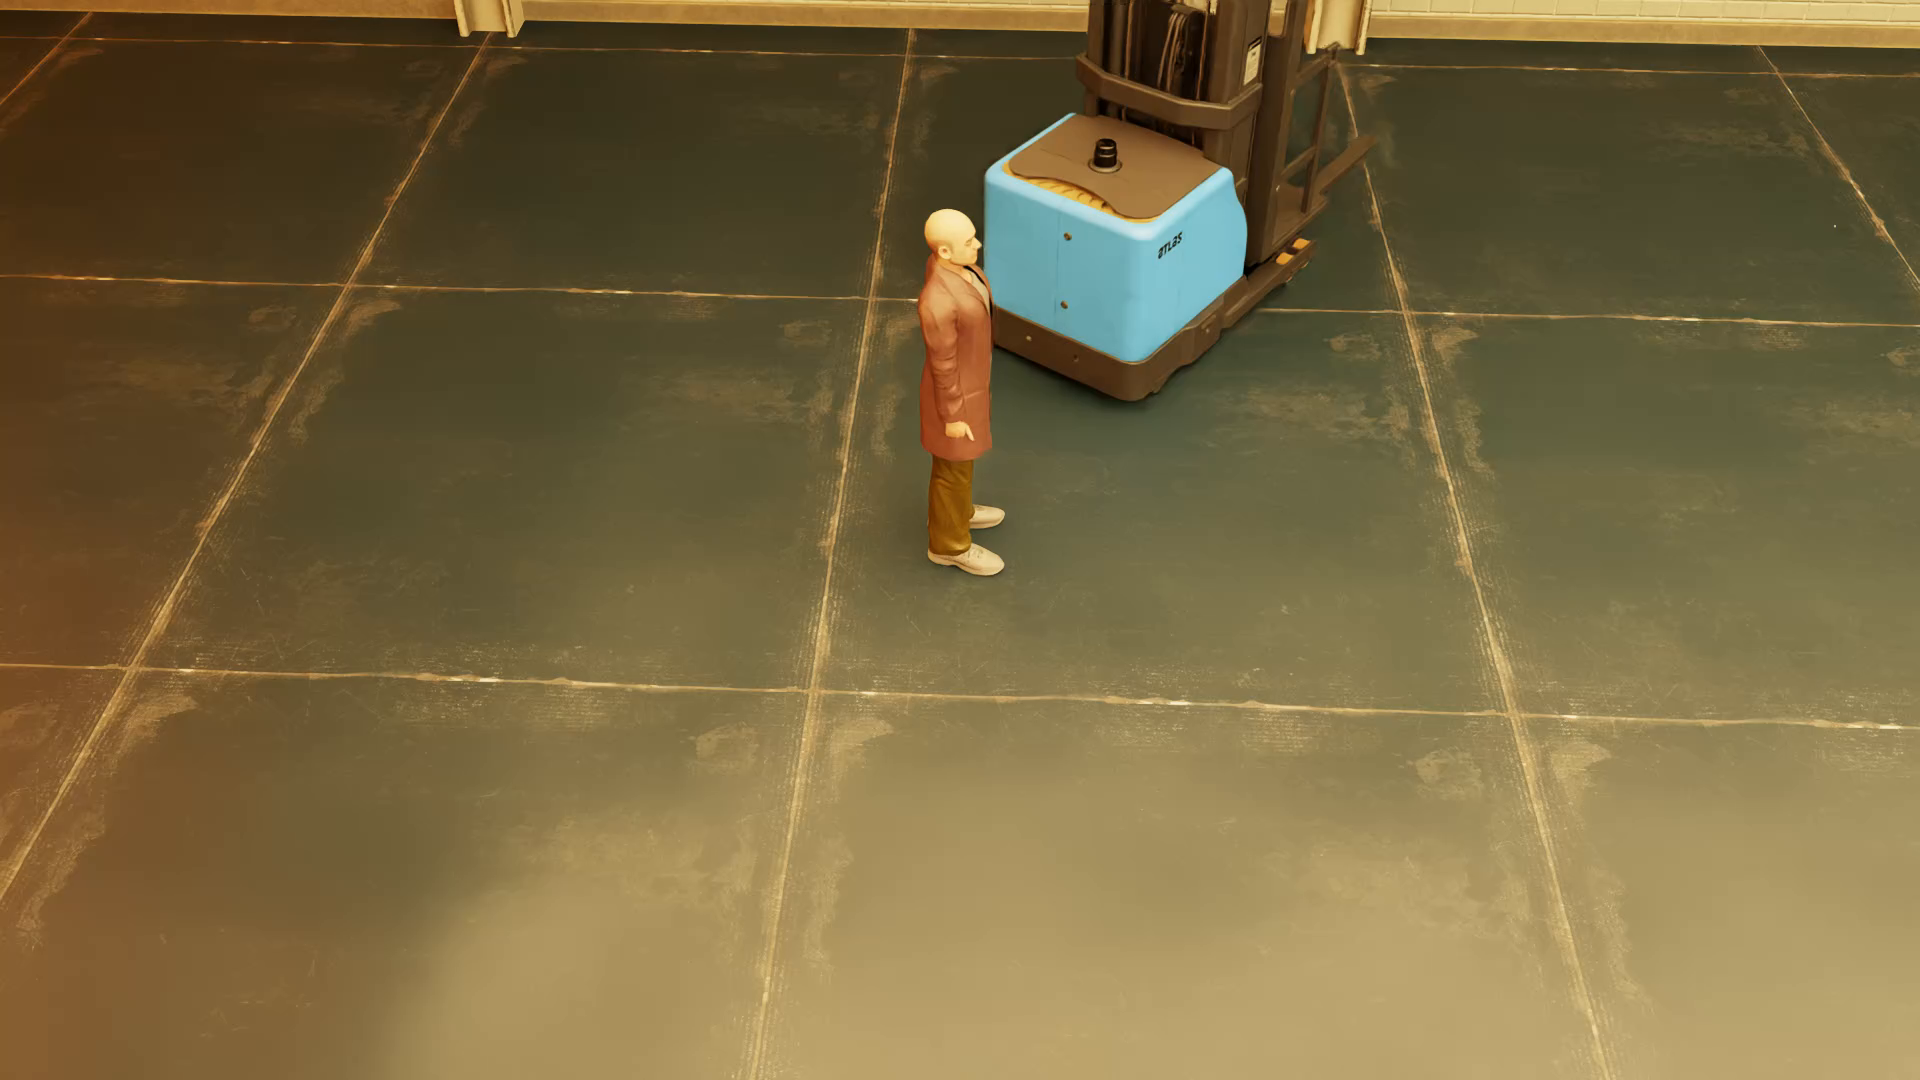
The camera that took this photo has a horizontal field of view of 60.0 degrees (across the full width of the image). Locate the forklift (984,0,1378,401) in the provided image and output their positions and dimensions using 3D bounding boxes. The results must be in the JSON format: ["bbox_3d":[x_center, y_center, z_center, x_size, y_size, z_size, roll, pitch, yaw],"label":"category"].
[{"bbox_3d":[1.405,-2.742,8.746,1.130,2.935,3.031,27,49,27],"label":"forklift"}]

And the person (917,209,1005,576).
[{"bbox_3d":[0.020,-0.665,7.323,0.390,1.782,0.551,2,42,2],"label":"person"}]
